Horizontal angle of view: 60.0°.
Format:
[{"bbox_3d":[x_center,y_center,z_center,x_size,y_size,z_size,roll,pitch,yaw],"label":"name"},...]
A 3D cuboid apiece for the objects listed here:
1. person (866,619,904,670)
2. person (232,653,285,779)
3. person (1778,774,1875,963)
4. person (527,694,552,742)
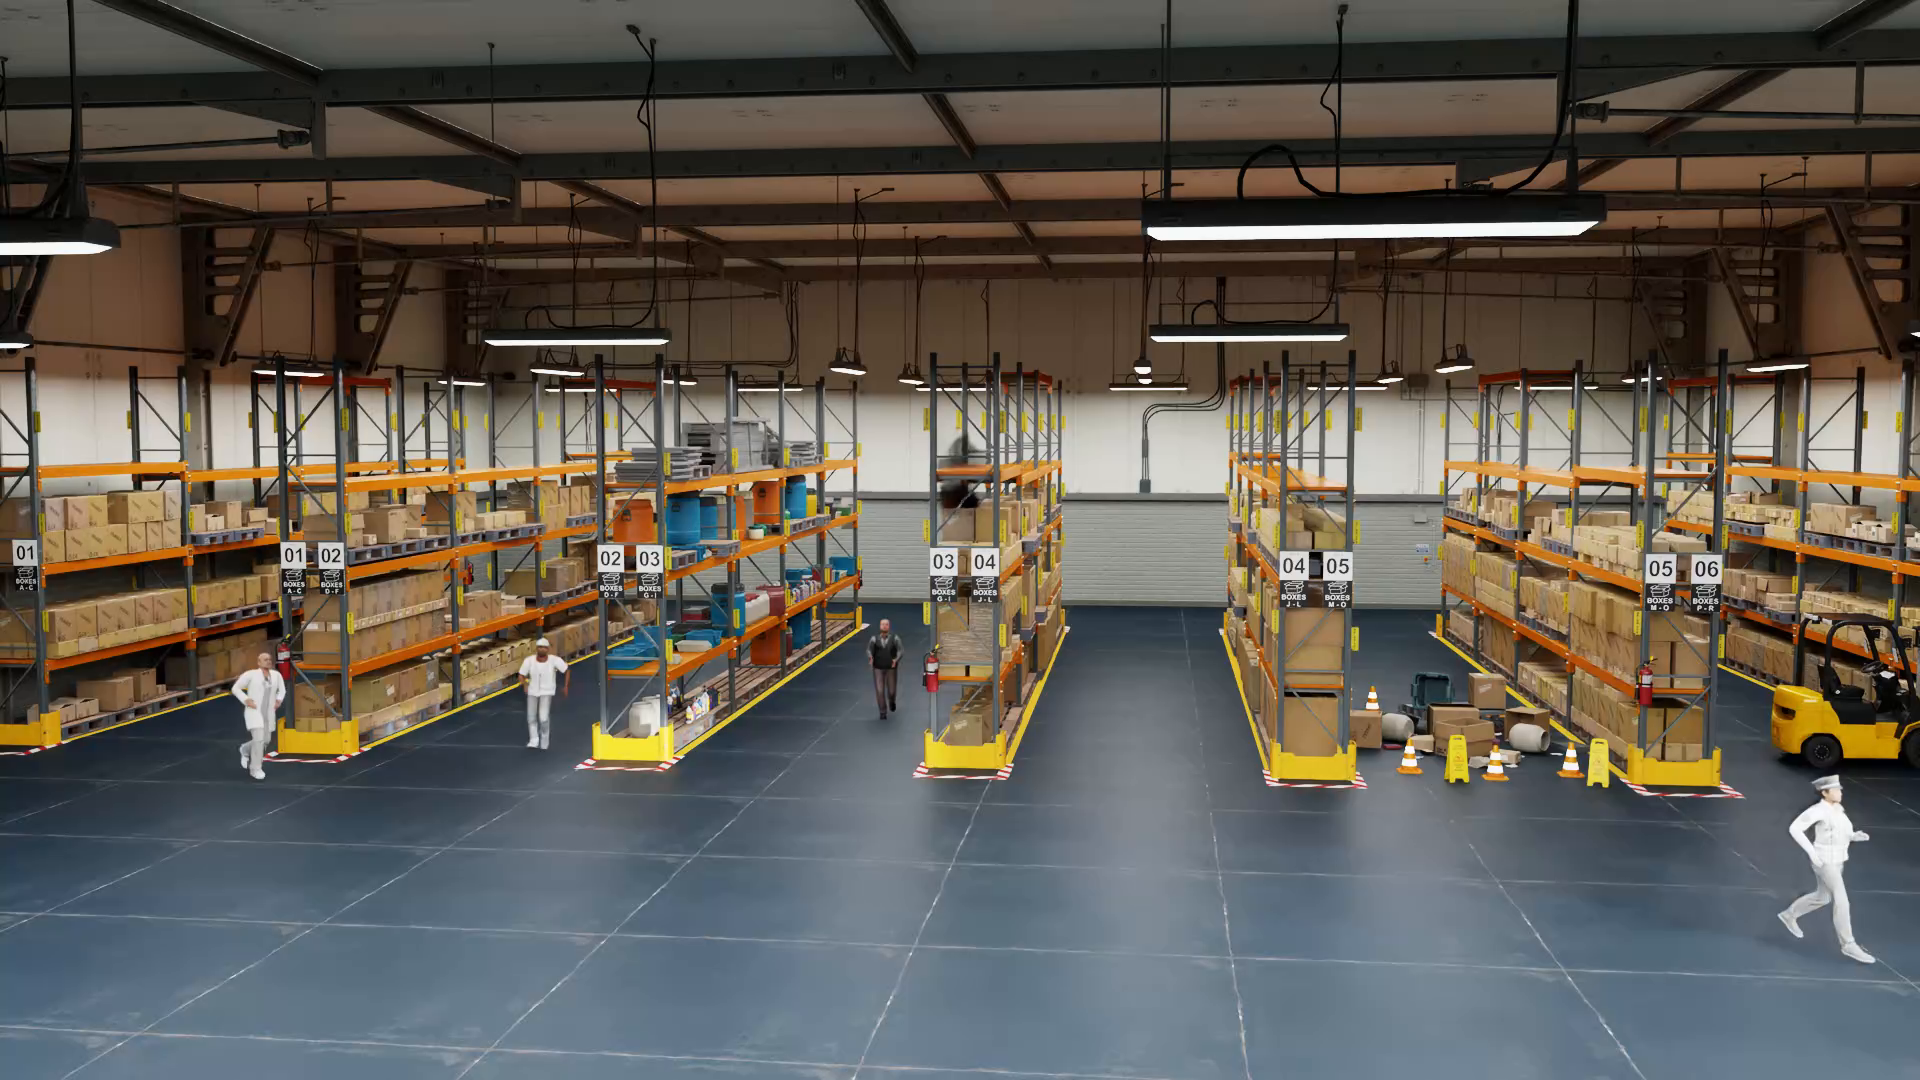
[{"bbox_3d":[-1.277,1.758,28.041,0.659,0.825,0.447,0,4,1],"label":"person"},{"bbox_3d":[-9.991,2.479,23.743,0.793,1.743,0.752,4,5,42],"label":"person"},{"bbox_3d":[8.161,3.028,15.625,0.610,1.684,0.919,-3,5,-39],"label":"person"},{"bbox_3d":[-6.405,2.675,25.335,0.396,0.888,0.612,0,4,-3],"label":"person"}]
